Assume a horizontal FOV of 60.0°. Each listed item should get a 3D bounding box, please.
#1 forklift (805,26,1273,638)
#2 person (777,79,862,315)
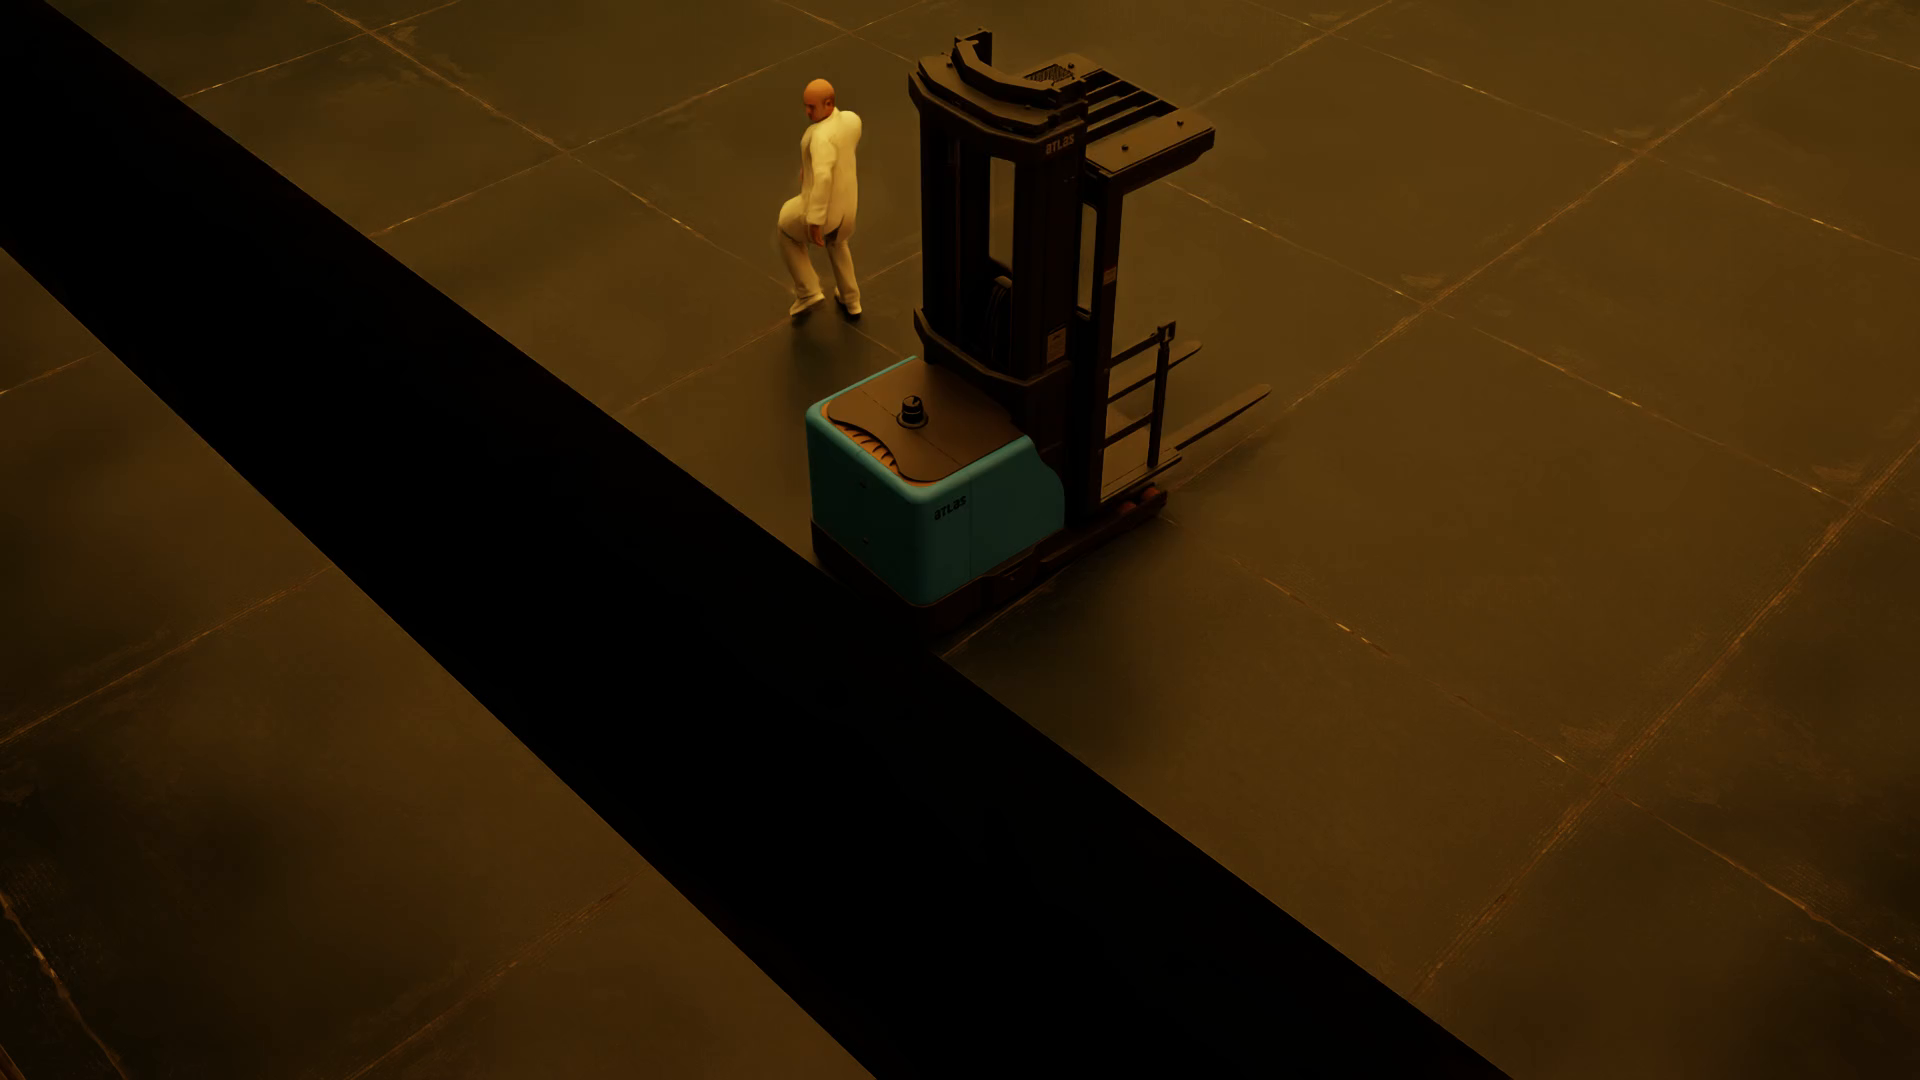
[{"bbox_3d":[0.601,-1.392,9.105,3.031,2.935,1.130,-30,50,-29],"label":"forklift"},{"bbox_3d":[-0.893,-2.210,10.946,0.773,1.730,0.757,-34,52,-31],"label":"person"}]
